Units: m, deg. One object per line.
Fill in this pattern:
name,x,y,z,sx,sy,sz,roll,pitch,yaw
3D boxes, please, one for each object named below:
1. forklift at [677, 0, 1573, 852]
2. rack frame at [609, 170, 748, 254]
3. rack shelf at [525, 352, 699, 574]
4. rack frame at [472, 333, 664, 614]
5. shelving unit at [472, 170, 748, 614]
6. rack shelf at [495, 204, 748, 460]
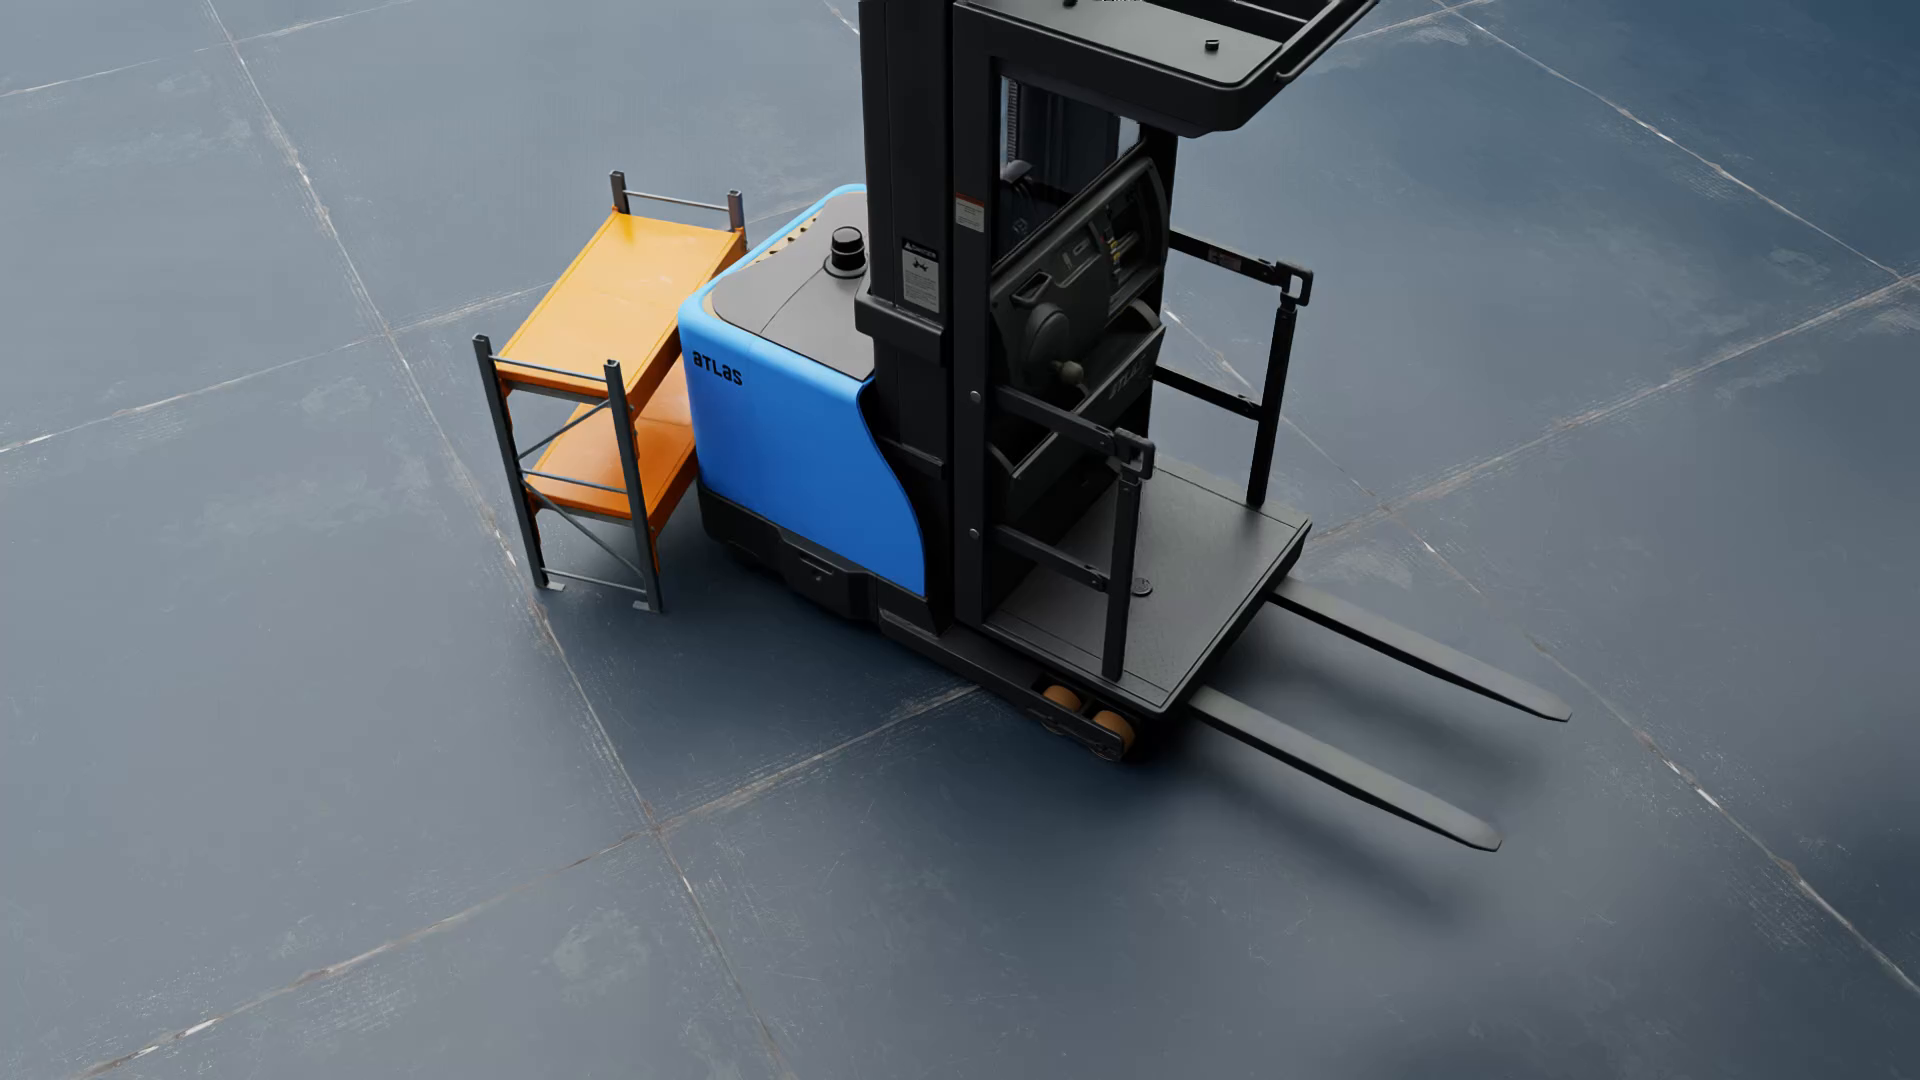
forklift,0.544,-0.749,4.917,3.031,2.935,1.130,26,50,24
rack frame,-1.022,-0.877,6.346,0.500,1.125,0.032,12,45,12
rack shelf,-1.167,-0.362,6.167,0.538,0.278,1.000,12,45,12
rack frame,-1.312,-0.198,5.647,0.500,1.125,0.032,12,45,12
shelving unit,-1.167,-0.538,5.996,0.538,1.125,1.048,12,45,12
rack shelf,-1.167,-0.748,5.792,0.538,0.278,1.000,12,45,12
